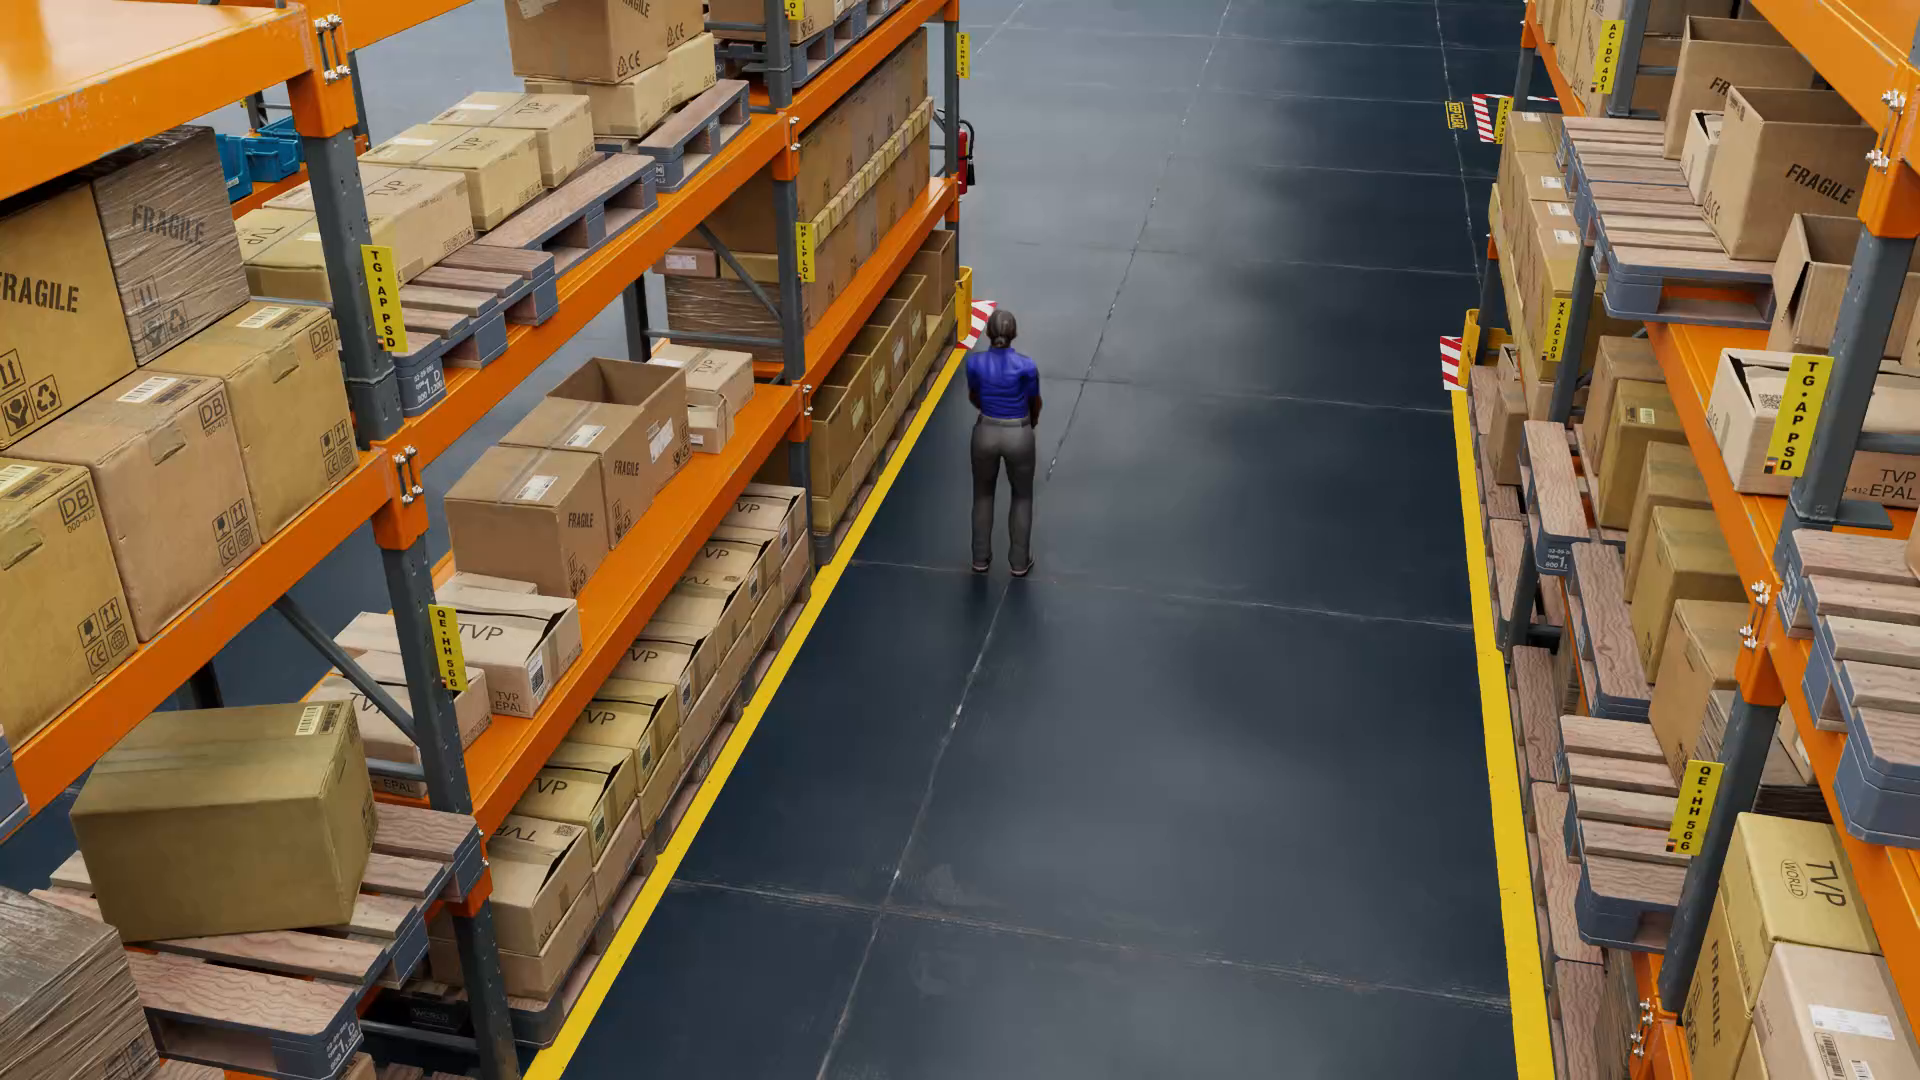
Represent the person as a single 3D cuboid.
[{"bbox_3d":[0.264,-0.607,9.723,0.435,1.656,0.504,6,29,10],"label":"person"}]
